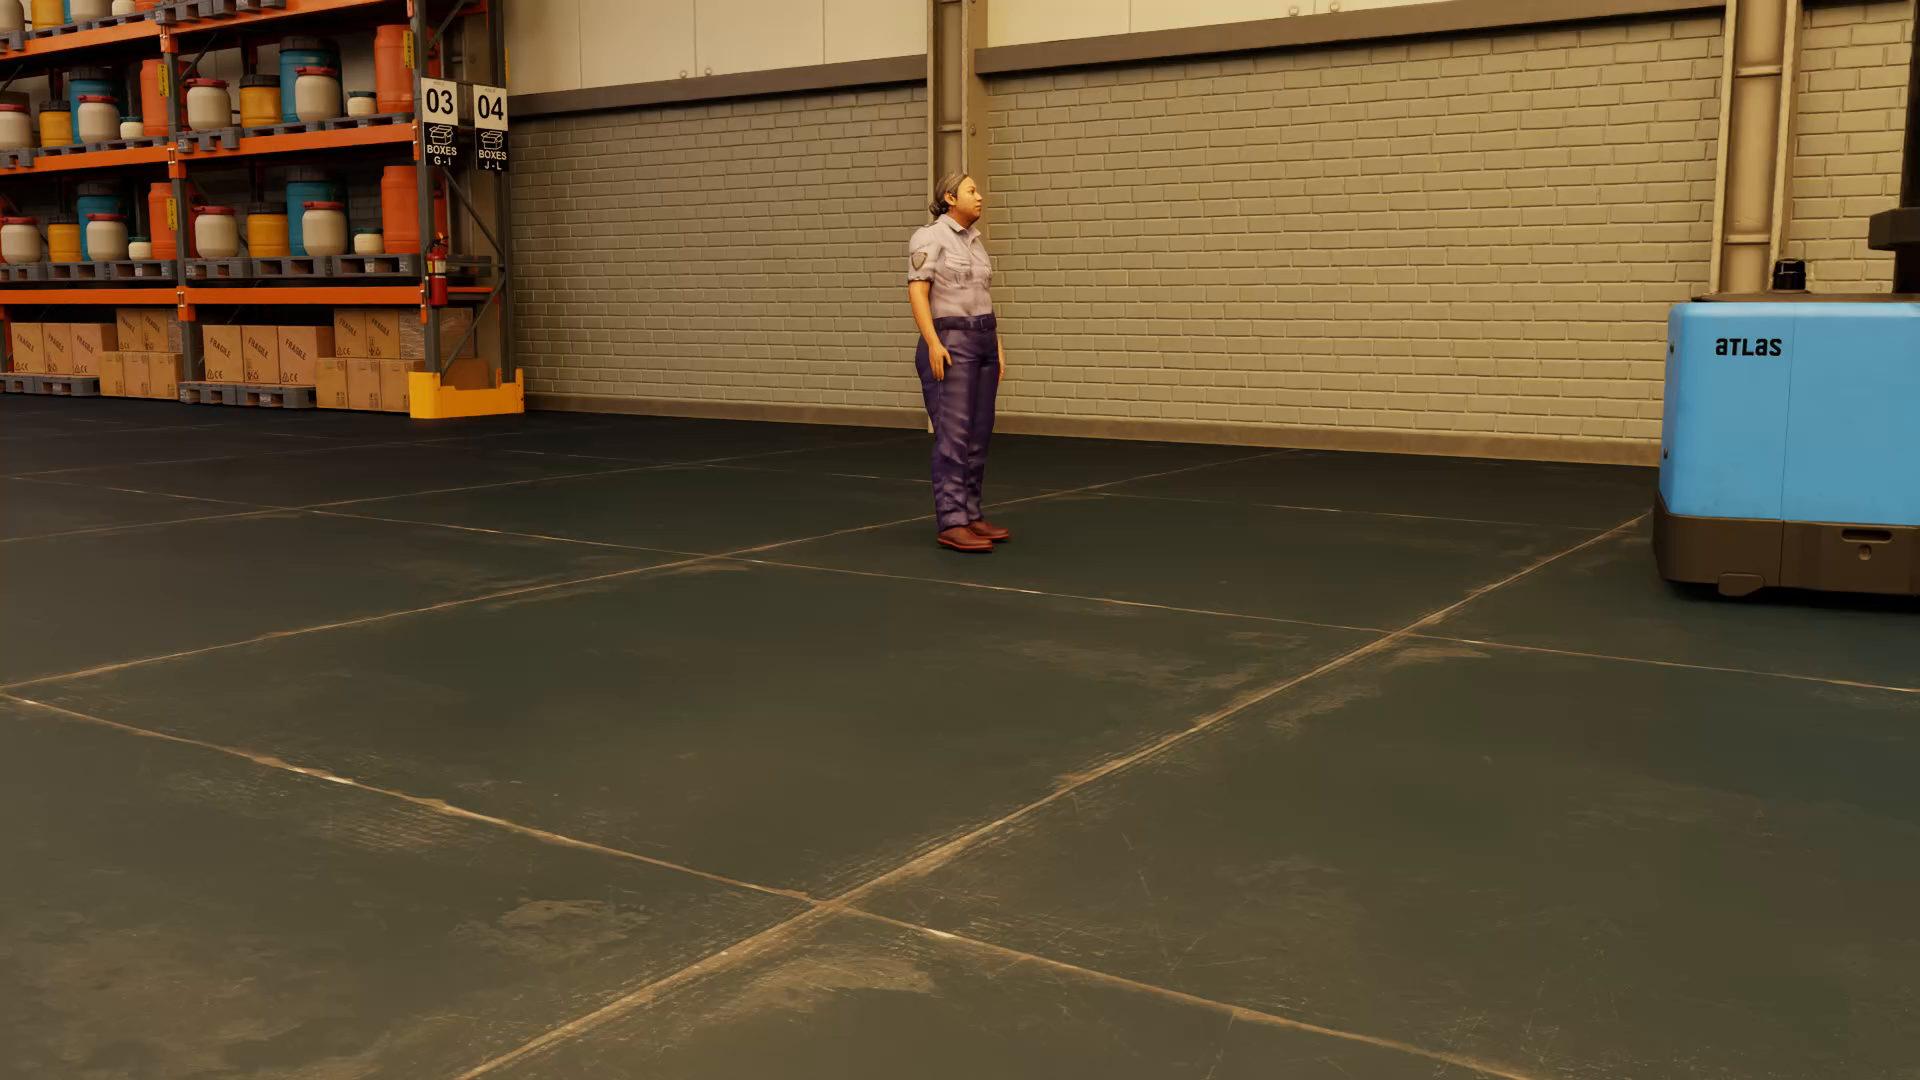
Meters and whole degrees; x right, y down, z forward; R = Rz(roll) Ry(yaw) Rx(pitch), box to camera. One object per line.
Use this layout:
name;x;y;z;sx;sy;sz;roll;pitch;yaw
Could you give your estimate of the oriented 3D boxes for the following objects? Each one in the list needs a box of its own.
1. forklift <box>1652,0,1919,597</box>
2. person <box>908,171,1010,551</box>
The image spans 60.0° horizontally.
forklift;4.157;-1.226;5.812;3.031;2.935;1.130;3;9;20
person;0.062;-0.813;7.418;0.502;1.651;0.598;5;10;34
